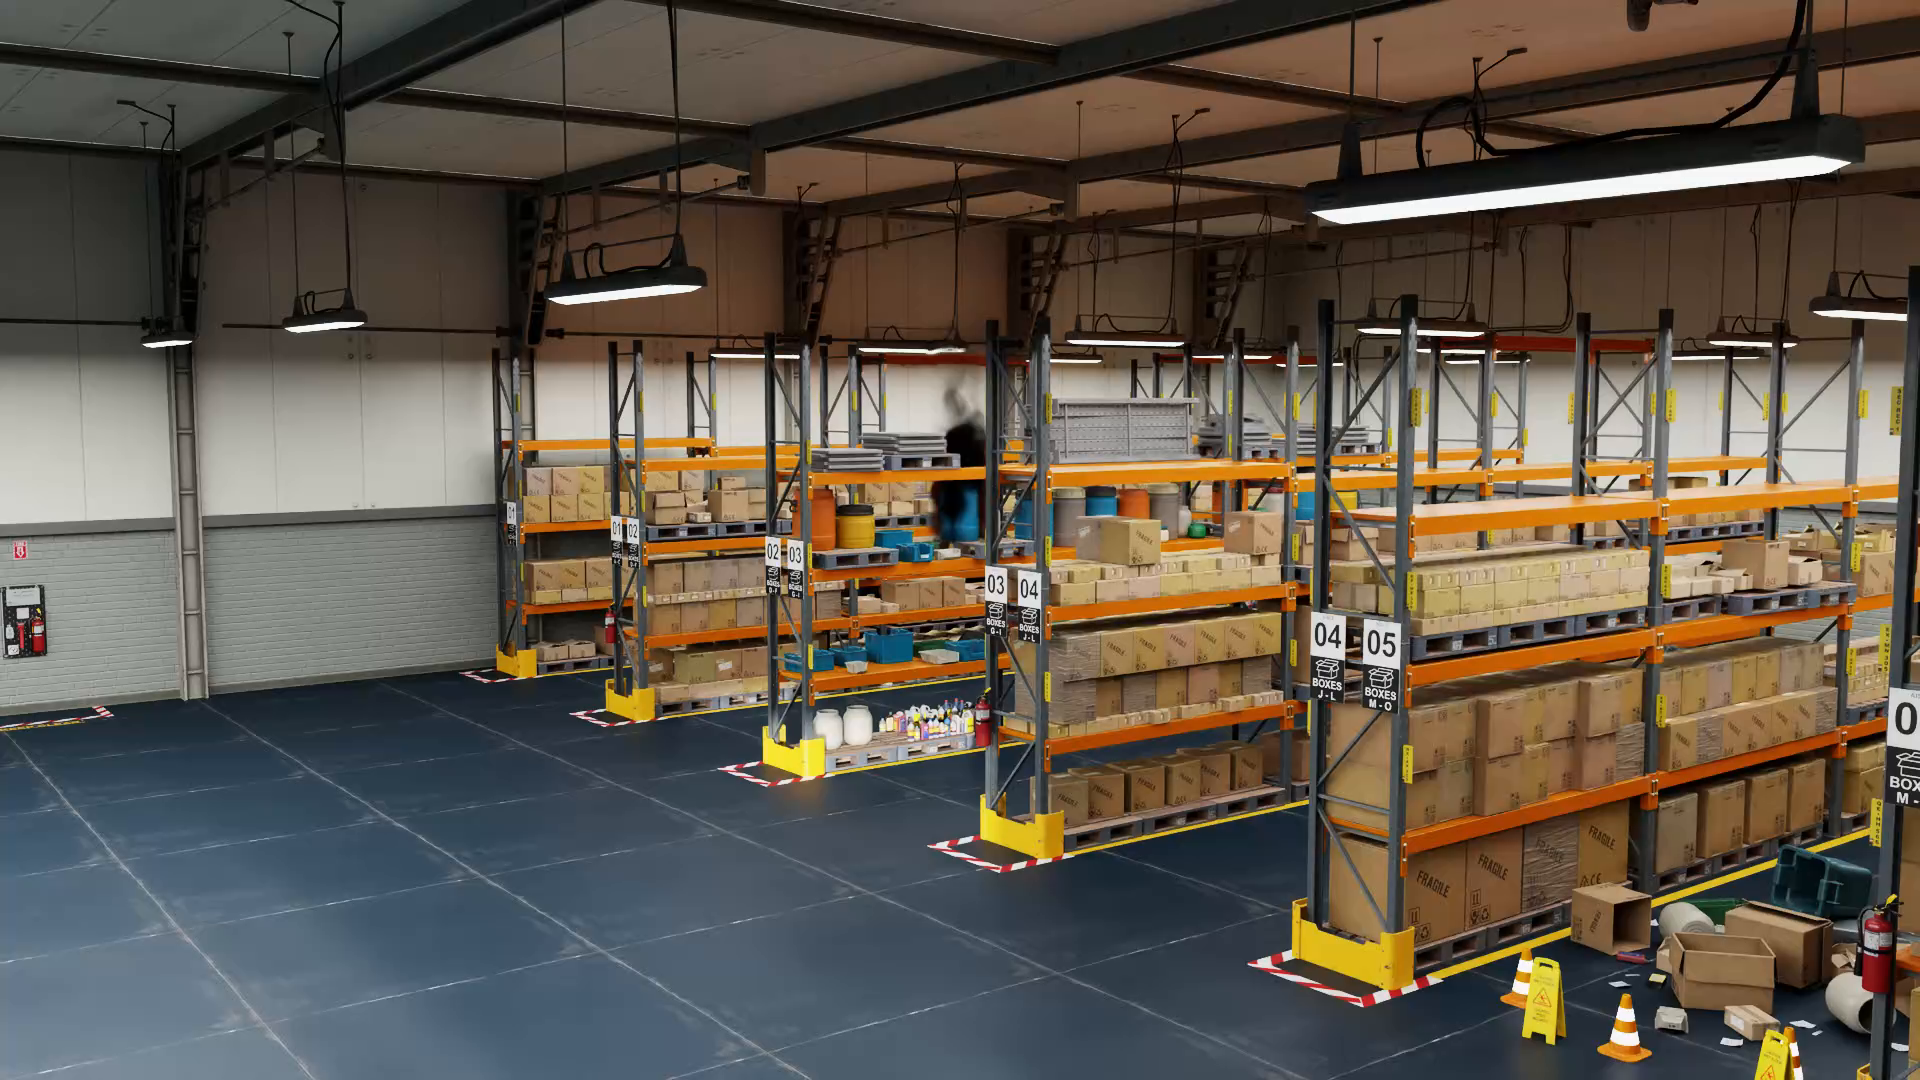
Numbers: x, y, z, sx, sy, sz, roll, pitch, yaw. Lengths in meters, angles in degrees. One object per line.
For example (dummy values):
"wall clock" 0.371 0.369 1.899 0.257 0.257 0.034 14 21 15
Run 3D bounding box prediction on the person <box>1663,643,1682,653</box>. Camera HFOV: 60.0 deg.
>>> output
"person" 10.257 2.144 24.322 0.904 1.734 0.559 -4 6 -36

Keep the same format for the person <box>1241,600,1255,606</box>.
"person" 5.528 1.466 32.112 0.642 1.837 0.799 4 7 40
